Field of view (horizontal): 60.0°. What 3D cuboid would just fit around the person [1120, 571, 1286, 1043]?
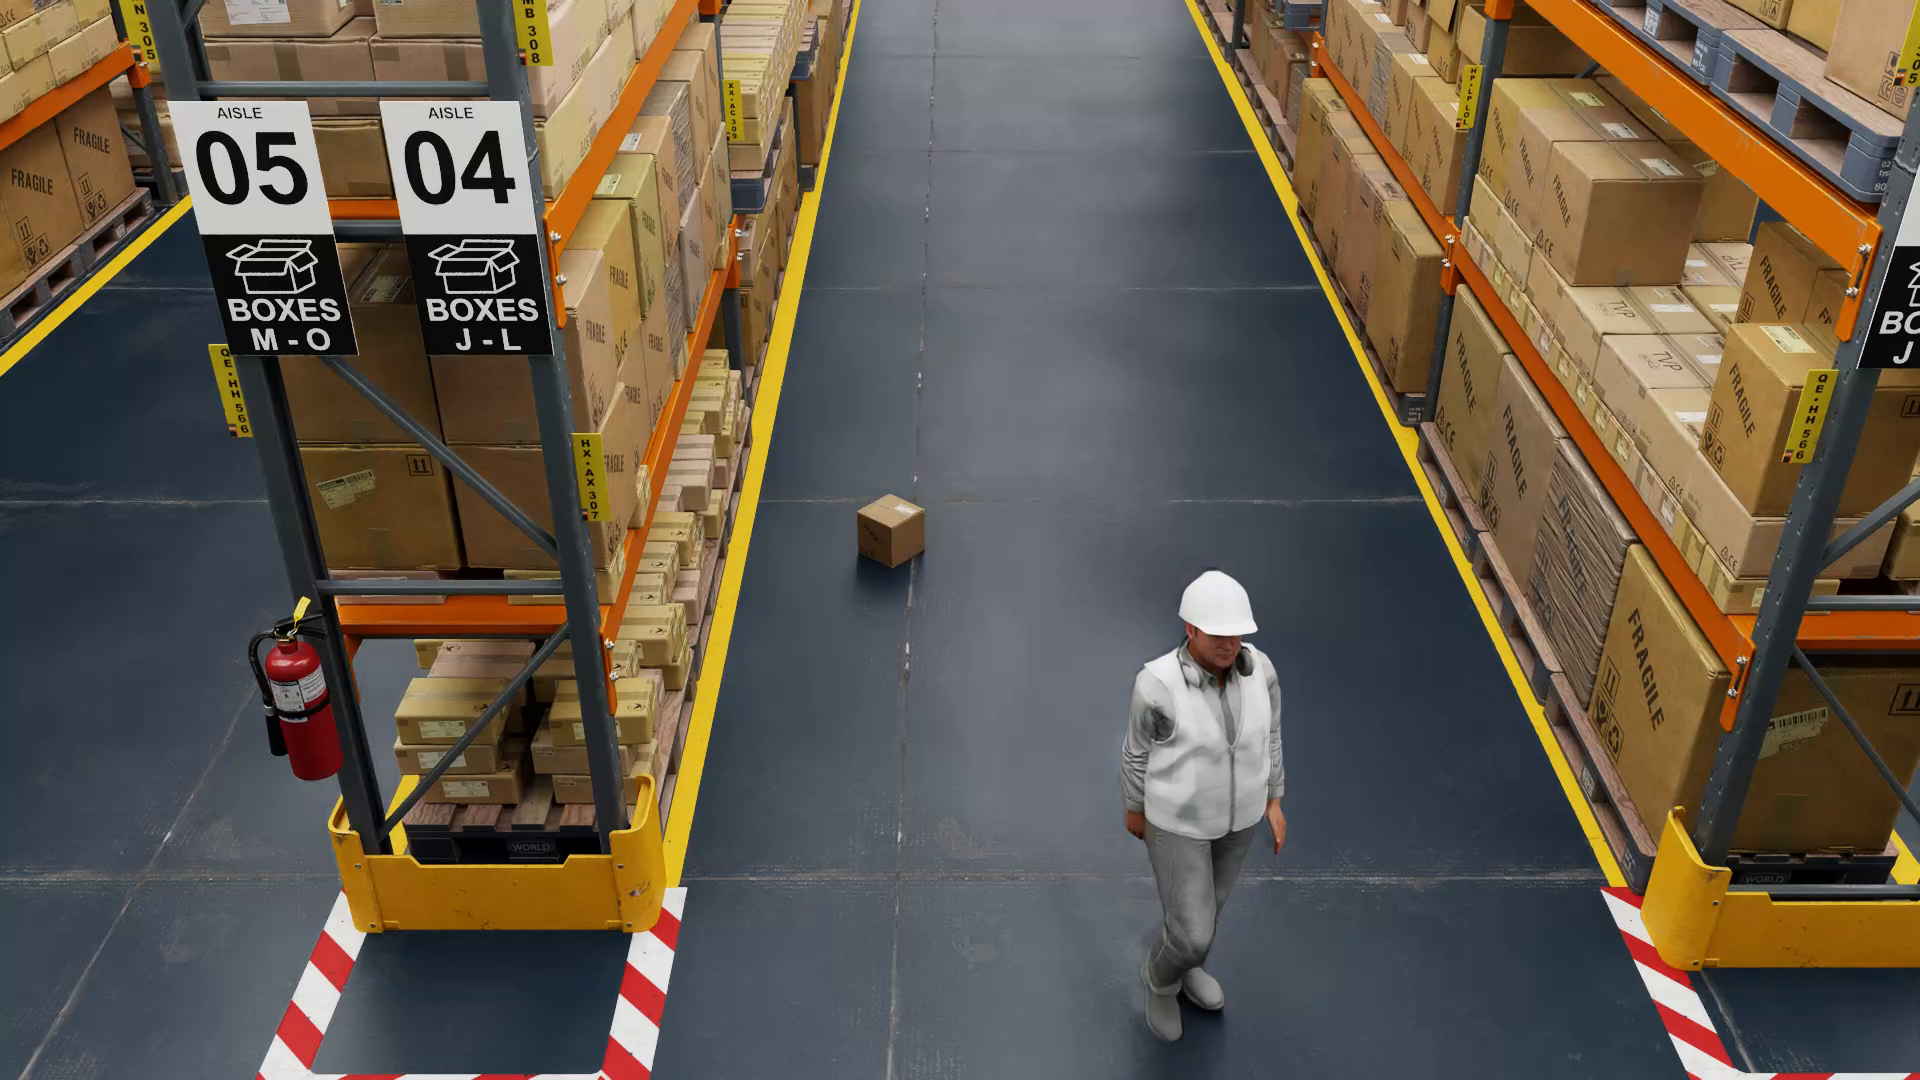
[{"bbox_3d":[0.841,0.940,5.562,0.539,1.807,0.483,-13,34,-21],"label":"person"}]
